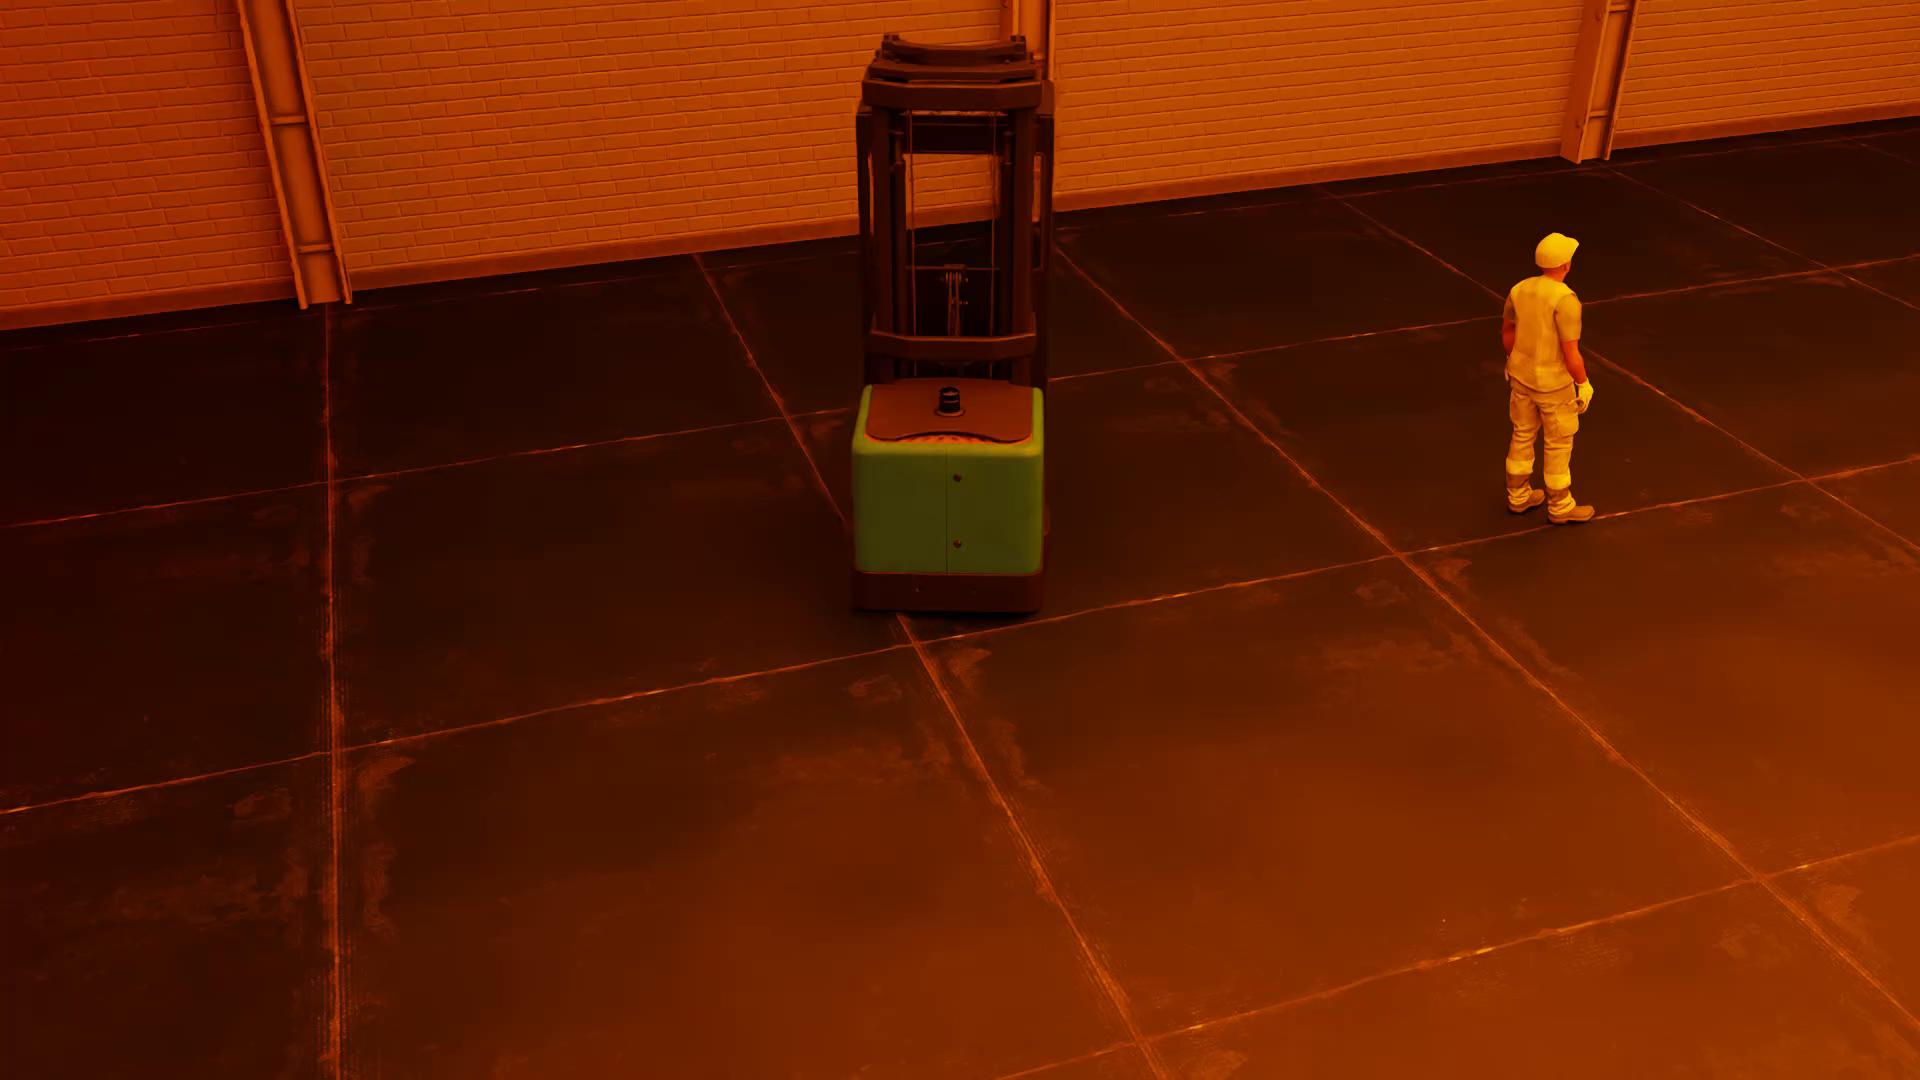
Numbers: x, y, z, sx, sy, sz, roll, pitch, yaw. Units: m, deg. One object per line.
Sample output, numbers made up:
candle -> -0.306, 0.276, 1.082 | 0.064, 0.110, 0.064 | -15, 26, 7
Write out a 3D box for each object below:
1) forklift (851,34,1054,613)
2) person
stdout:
forklift -> -0.017, -1.567, 9.811 | 1.130, 2.935, 3.031 | 1, 30, 2
person -> 3.538, -0.976, 9.913 | 0.565, 1.787, 0.637 | -15, 33, -24
